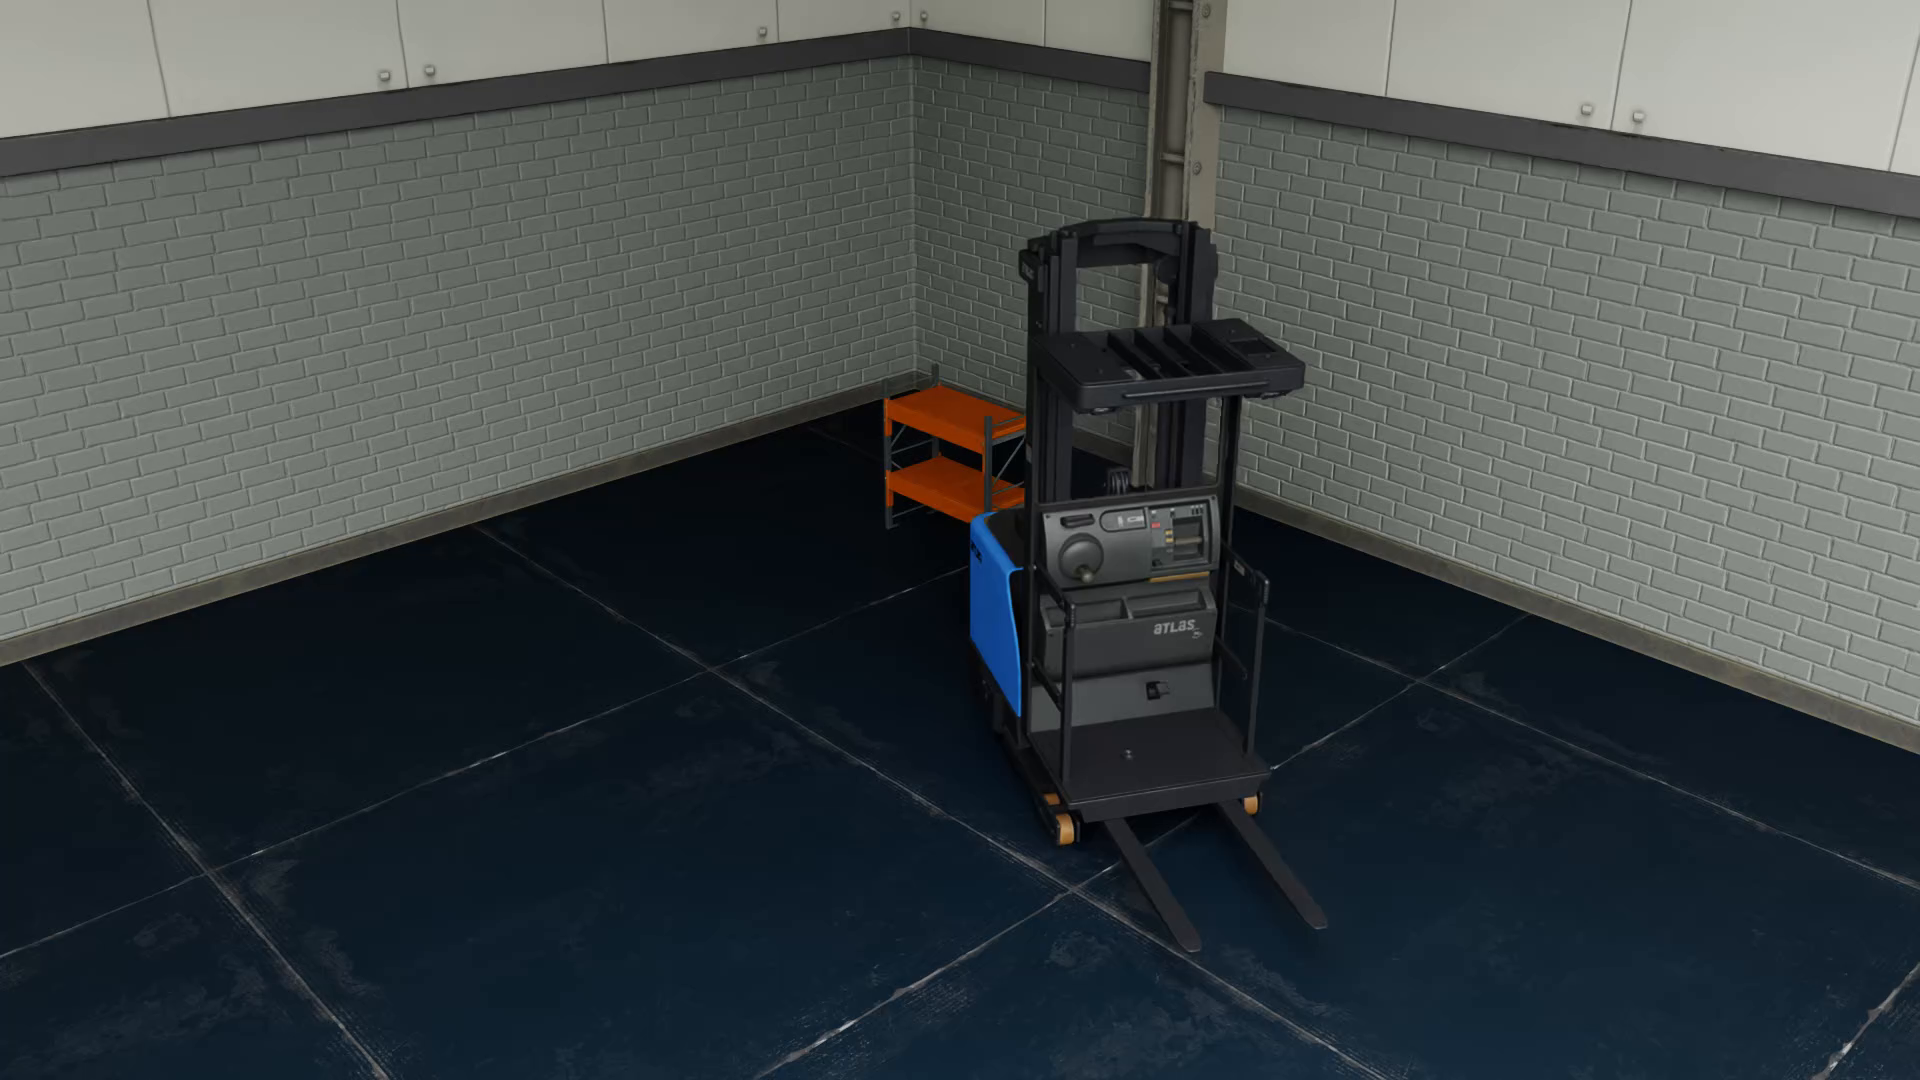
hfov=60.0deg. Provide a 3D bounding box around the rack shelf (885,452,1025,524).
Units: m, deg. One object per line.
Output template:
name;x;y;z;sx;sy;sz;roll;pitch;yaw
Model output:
rack shelf;0.005;-0.287;11.614;0.538;0.278;1.000;-21;32;-38

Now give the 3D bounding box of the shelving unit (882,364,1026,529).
shelving unit;0.005;-0.510;11.512;0.538;1.125;1.048;-21;32;-38

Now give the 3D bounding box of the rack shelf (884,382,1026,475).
rack shelf;0.005;-0.776;11.391;0.538;0.278;1.000;-21;32;-38

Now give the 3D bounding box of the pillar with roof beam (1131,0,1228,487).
pillar with roof beam;-1.595;-3.275;8.087;9.100;9.000;0.400;-21;32;-38

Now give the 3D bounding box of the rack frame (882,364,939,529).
rack frame;-0.343;-0.664;11.850;0.500;1.125;0.032;-21;32;-38

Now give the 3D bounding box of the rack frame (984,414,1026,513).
rack frame;0.352;-0.356;11.174;0.500;1.125;0.032;-21;32;-38

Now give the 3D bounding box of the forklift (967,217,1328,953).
forklift;0.924;0.027;8.160;1.130;2.935;3.031;-6;25;-14
